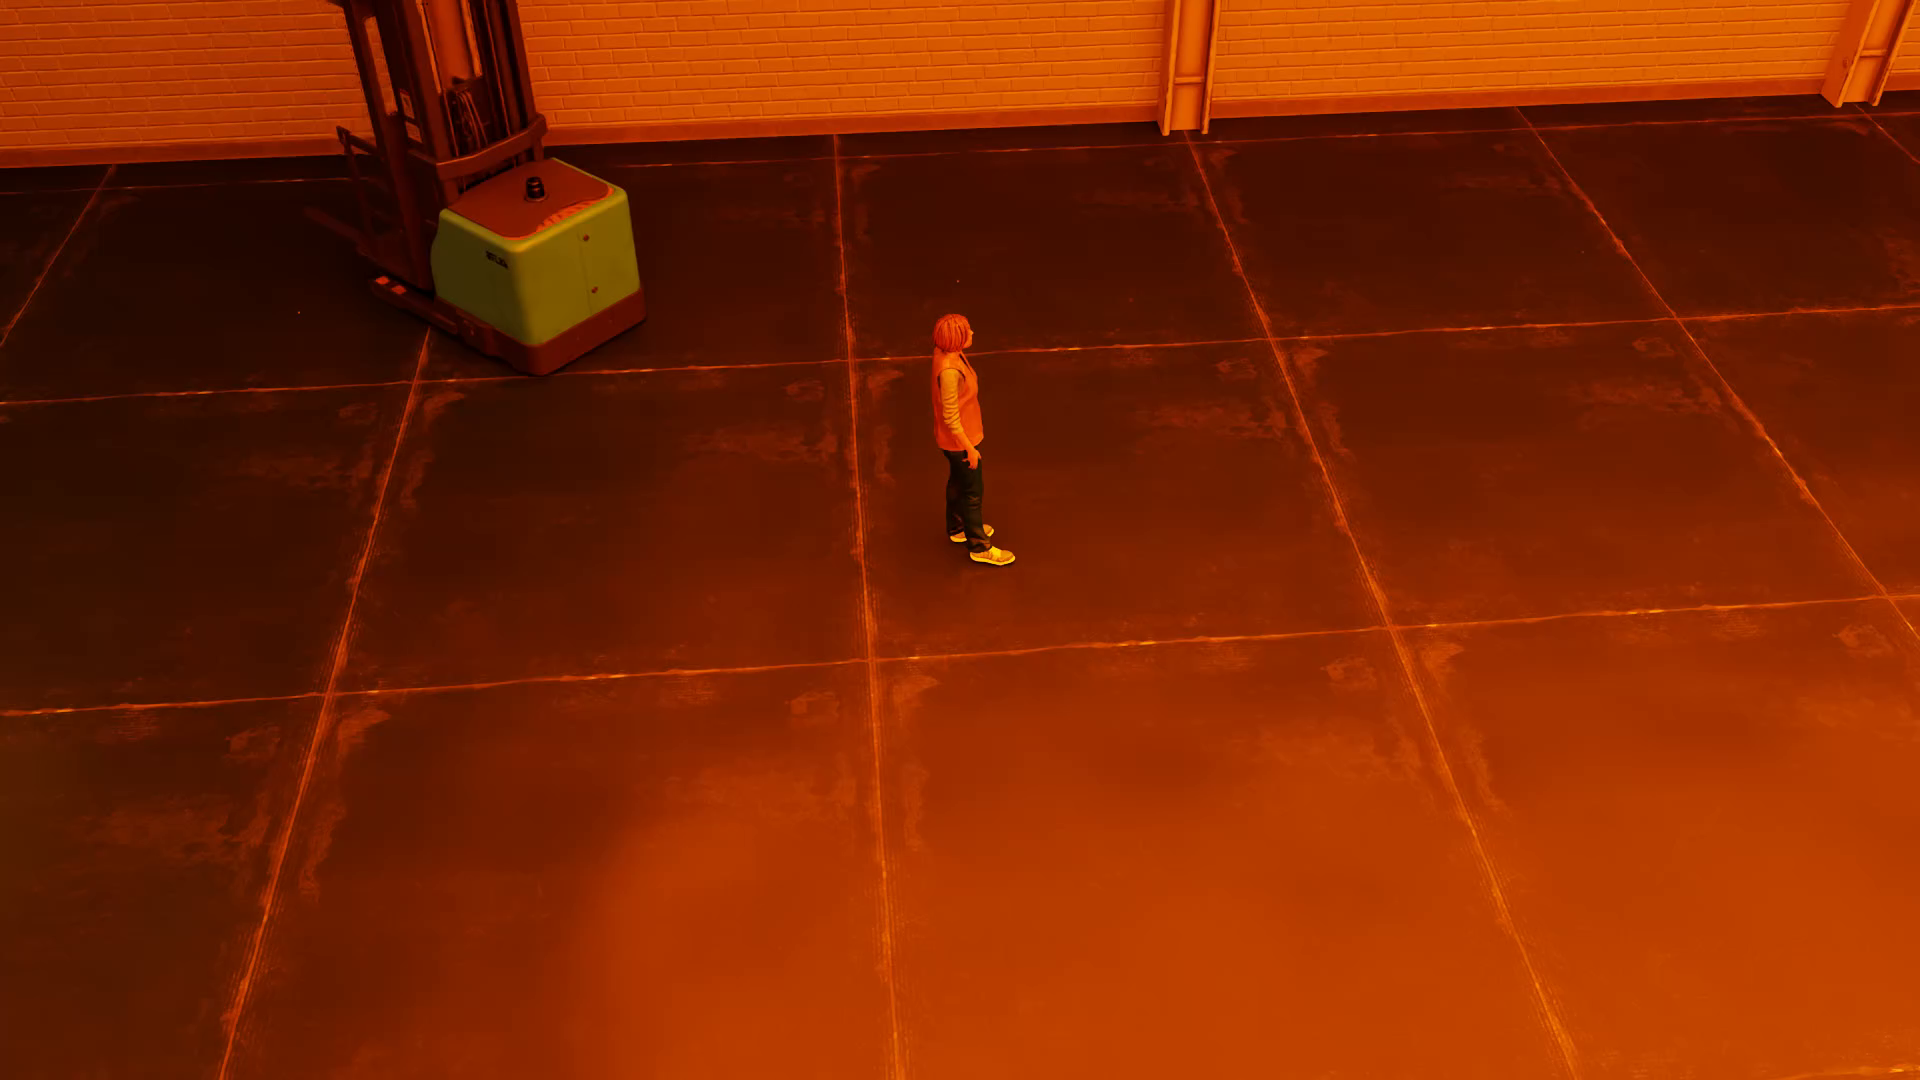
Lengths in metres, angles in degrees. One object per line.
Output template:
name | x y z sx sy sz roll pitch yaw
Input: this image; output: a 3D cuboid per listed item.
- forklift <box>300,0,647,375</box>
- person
forklift | -3.716 -3.045 11.498 3.031 2.935 1.130 28 48 29
person | 0.074 -0.607 9.663 0.476 1.597 0.520 -3 41 -4
